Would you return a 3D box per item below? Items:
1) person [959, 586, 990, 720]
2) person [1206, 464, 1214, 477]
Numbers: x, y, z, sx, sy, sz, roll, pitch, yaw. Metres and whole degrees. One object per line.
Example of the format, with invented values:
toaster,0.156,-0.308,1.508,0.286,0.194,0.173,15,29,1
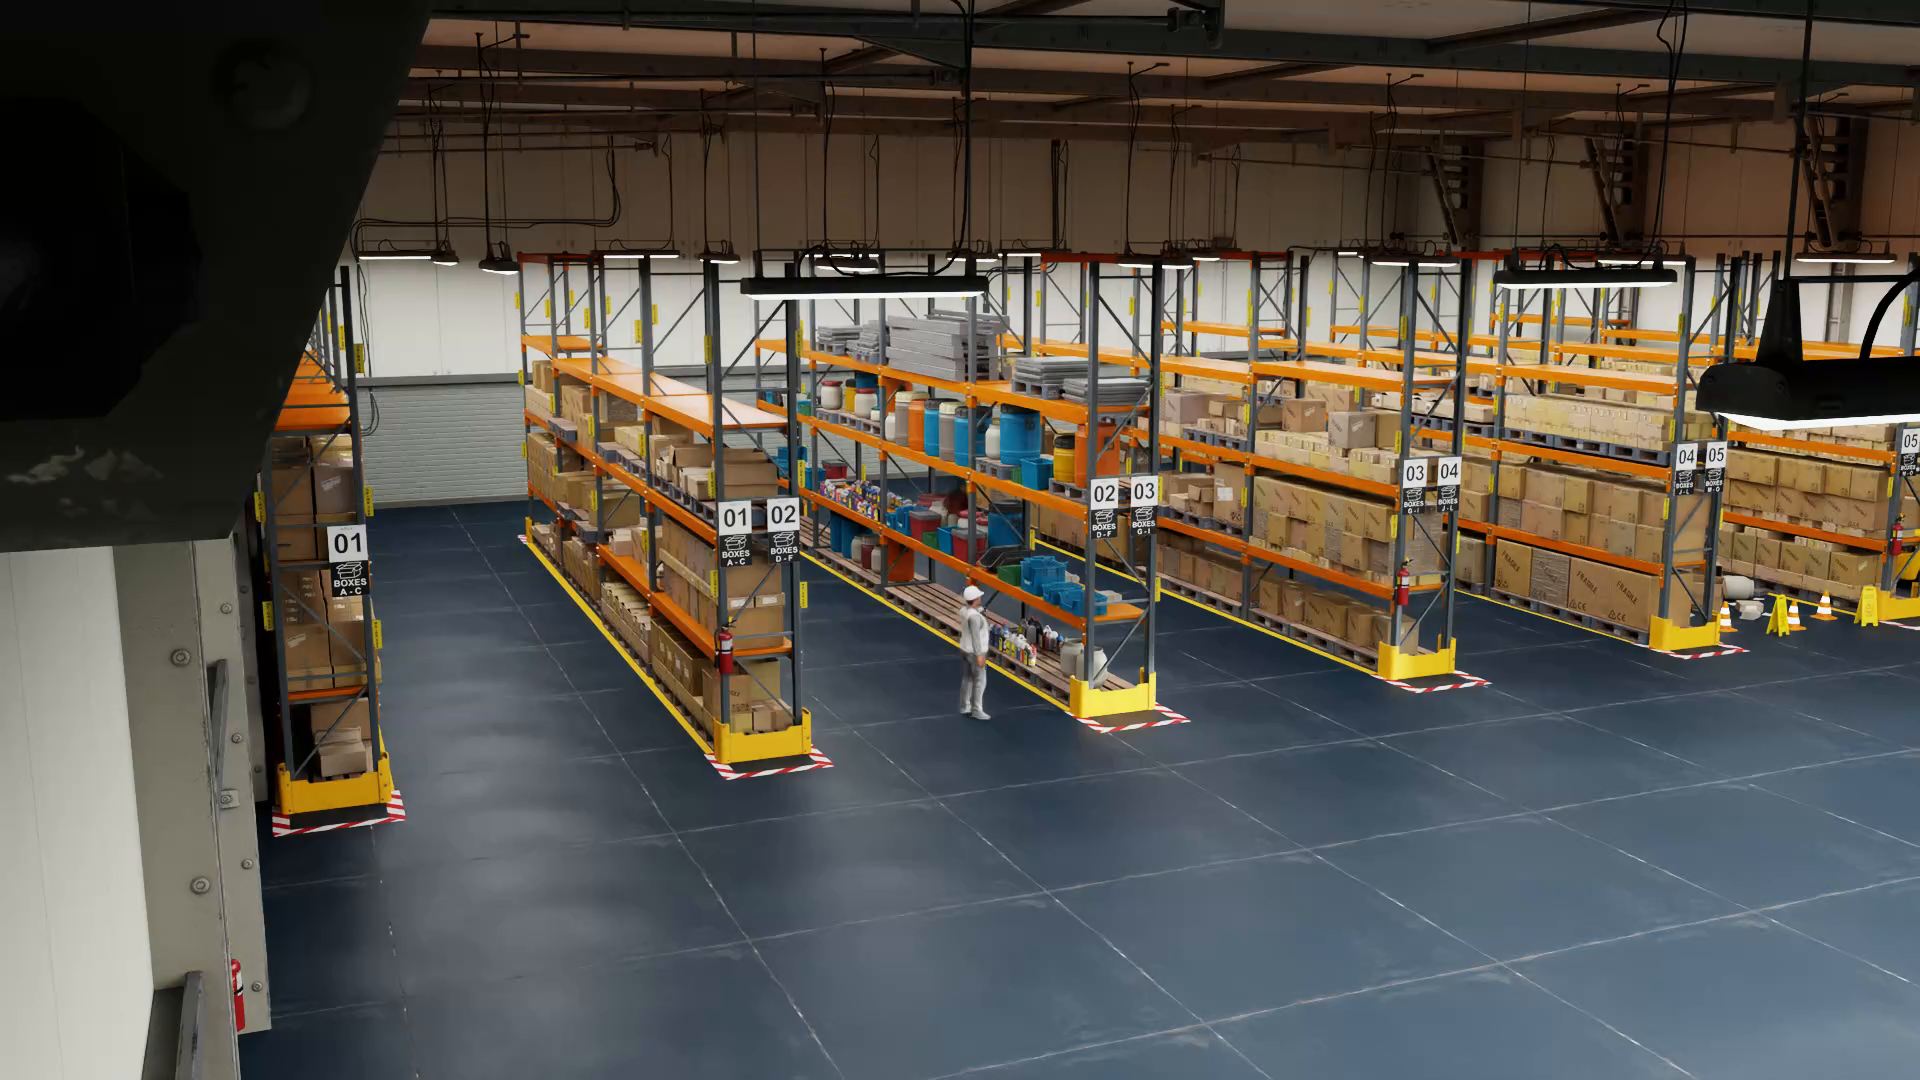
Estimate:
person,0.187,1.474,22.107,0.361,1.778,0.607,-4,11,-20
person,5.283,-0.863,35.379,0.497,1.557,0.823,-5,11,-24
